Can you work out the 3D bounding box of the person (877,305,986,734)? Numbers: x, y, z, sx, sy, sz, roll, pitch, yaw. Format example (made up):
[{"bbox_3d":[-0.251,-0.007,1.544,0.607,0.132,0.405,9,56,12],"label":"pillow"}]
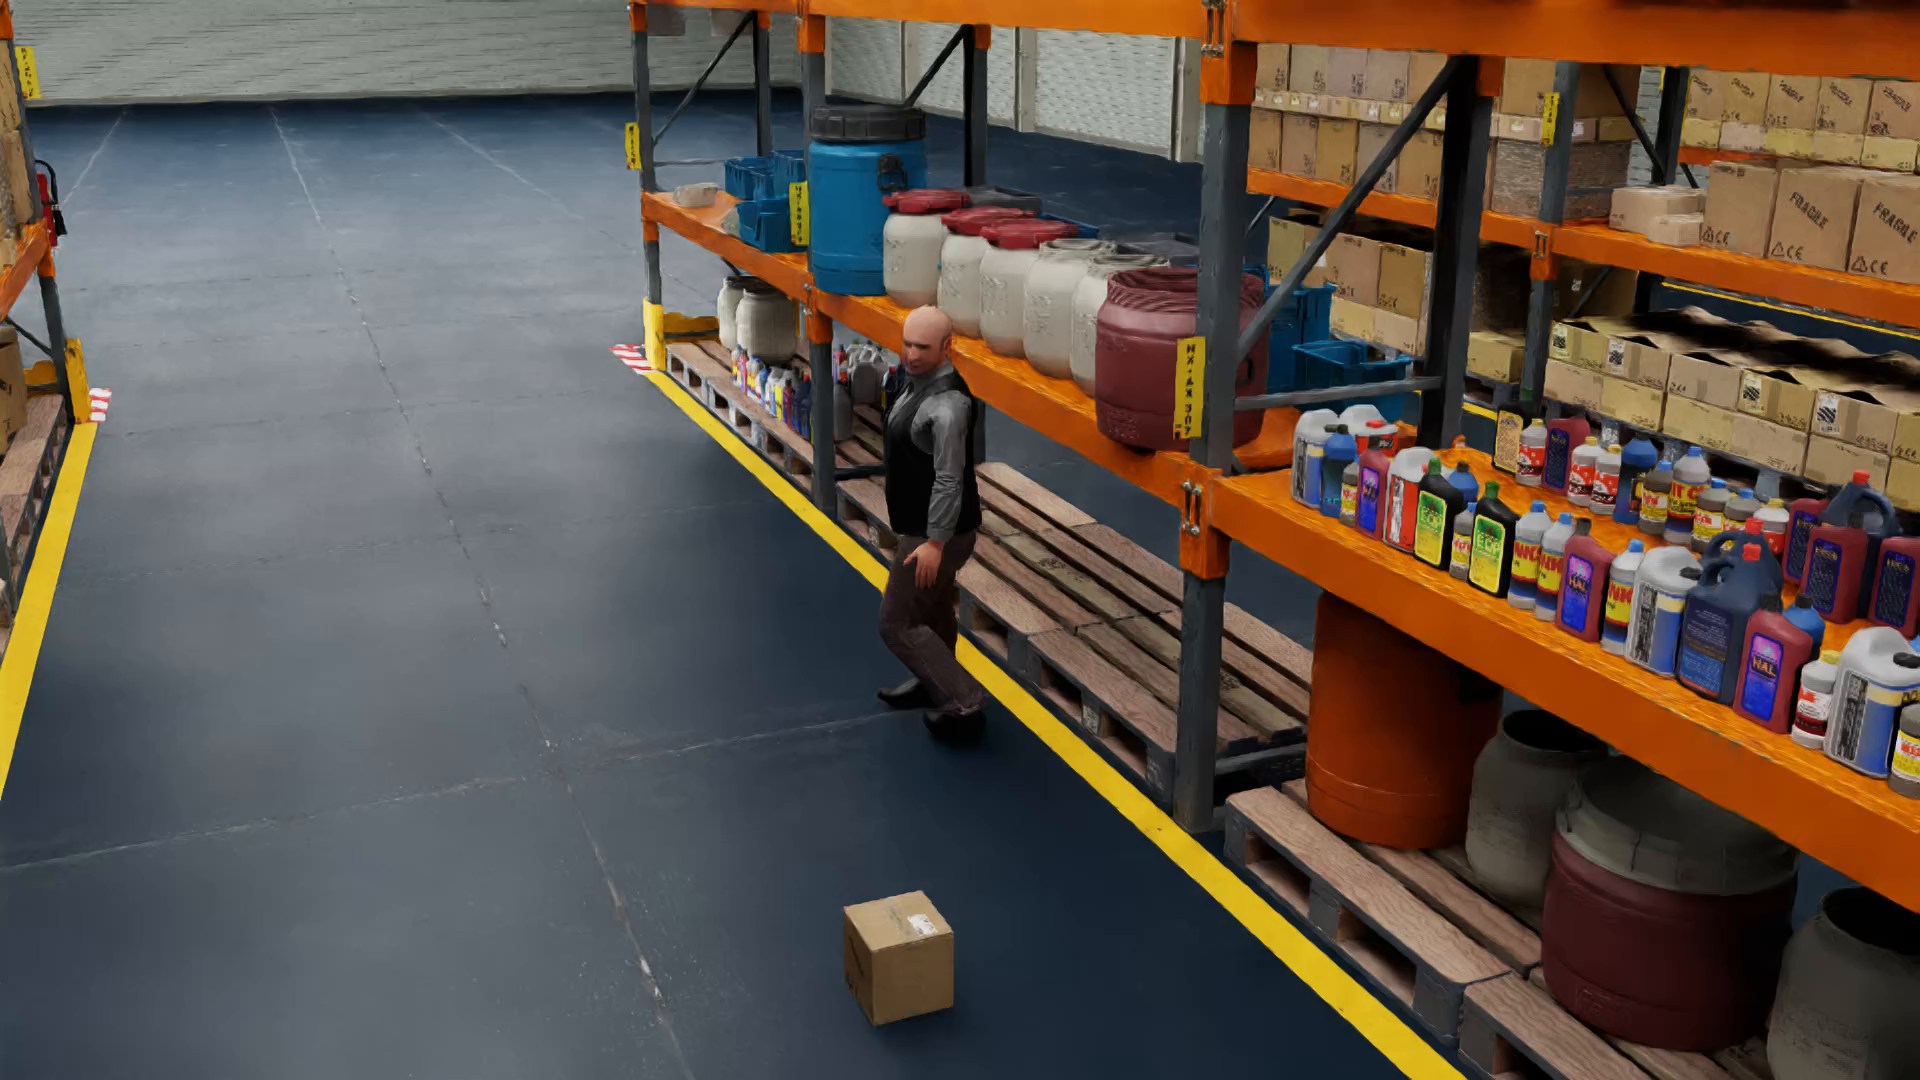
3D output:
[{"bbox_3d":[-0.118,-0.062,6.294,0.417,1.696,0.639,-1,19,-3],"label":"person"}]
